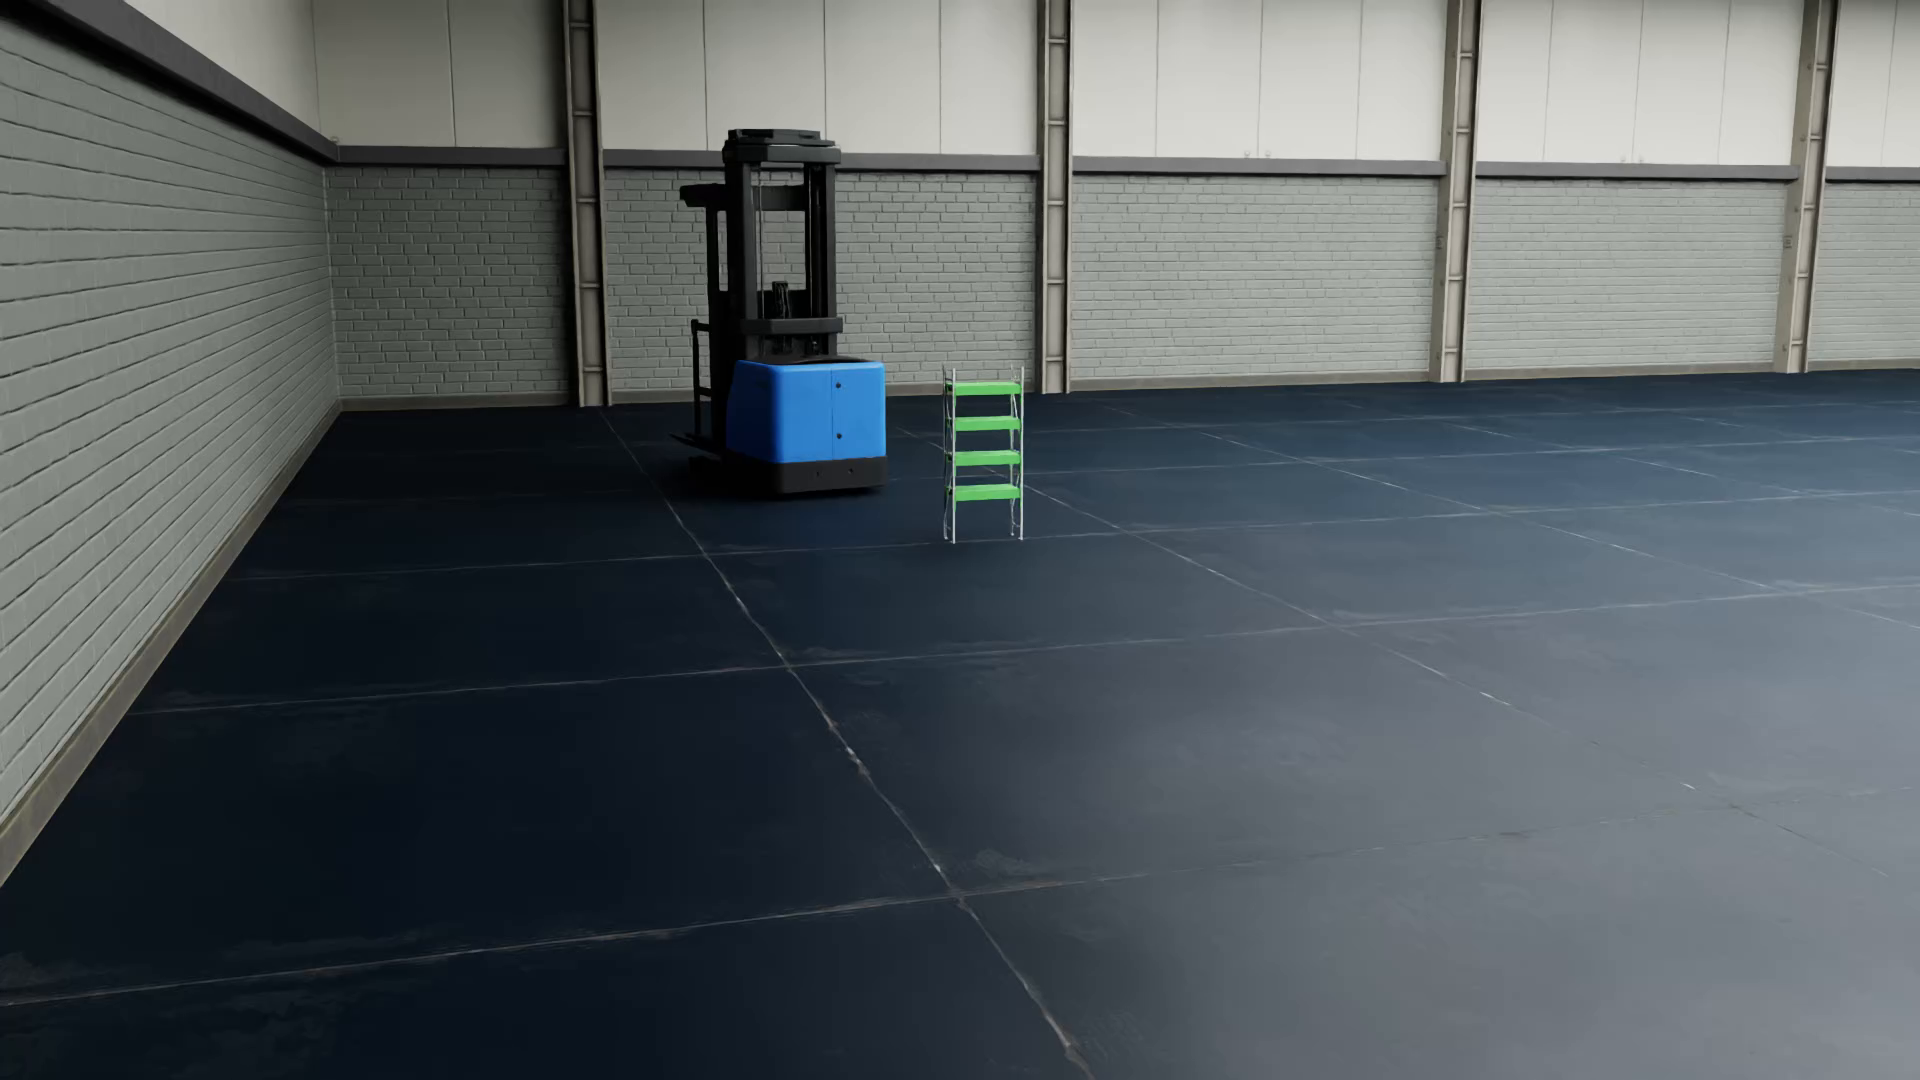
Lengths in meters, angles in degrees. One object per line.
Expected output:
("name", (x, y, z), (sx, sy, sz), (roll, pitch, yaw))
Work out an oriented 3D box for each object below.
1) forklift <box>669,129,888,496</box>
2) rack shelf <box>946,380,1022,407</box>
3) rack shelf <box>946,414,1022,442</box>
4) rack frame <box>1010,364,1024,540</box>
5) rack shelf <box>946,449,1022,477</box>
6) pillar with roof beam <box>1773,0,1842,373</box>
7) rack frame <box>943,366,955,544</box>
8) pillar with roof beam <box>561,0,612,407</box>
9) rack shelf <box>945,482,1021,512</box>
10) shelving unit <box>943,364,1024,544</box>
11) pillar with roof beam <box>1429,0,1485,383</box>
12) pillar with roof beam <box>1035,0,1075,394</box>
("forklift", (-1.740, -2.018, 14.415), (1.130, 2.935, 3.031), (-6, 12, -28))
("rack shelf", (0.159, -1.008, 11.408), (0.480, 0.148, 0.258), (-3, 11, -16))
("rack shelf", (0.159, -0.772, 11.451), (0.480, 0.148, 0.258), (-3, 11, -16))
("rack frame", (0.393, -0.611, 11.550), (0.015, 1.200, 0.240), (-3, 11, -16))
("rack shelf", (0.159, -0.536, 11.495), (0.480, 0.148, 0.258), (-3, 11, -16))
("pillar with roof beam", (13.959, -6.259, 20.689), (0.400, 9.000, 9.100), (-3, 11, -16))
("rack frame", (-0.075, -0.586, 11.416), (0.015, 1.200, 0.240), (-3, 11, -16))
("pillar with roof beam", (-3.324, -5.348, 15.742), (0.400, 9.000, 9.100), (-3, 11, -16))
("rack shelf", (0.159, -0.300, 11.538), (0.480, 0.148, 0.258), (-3, 11, -16))
("shelving unit", (0.159, -0.598, 11.483), (0.503, 1.200, 0.258), (-3, 11, -16))
("pillar with roof beam", (8.198, -5.955, 19.040), (0.400, 9.000, 9.100), (-3, 11, -16))
("pillar with roof beam", (2.437, -5.652, 17.391), (0.400, 9.000, 9.100), (-3, 11, -16))
